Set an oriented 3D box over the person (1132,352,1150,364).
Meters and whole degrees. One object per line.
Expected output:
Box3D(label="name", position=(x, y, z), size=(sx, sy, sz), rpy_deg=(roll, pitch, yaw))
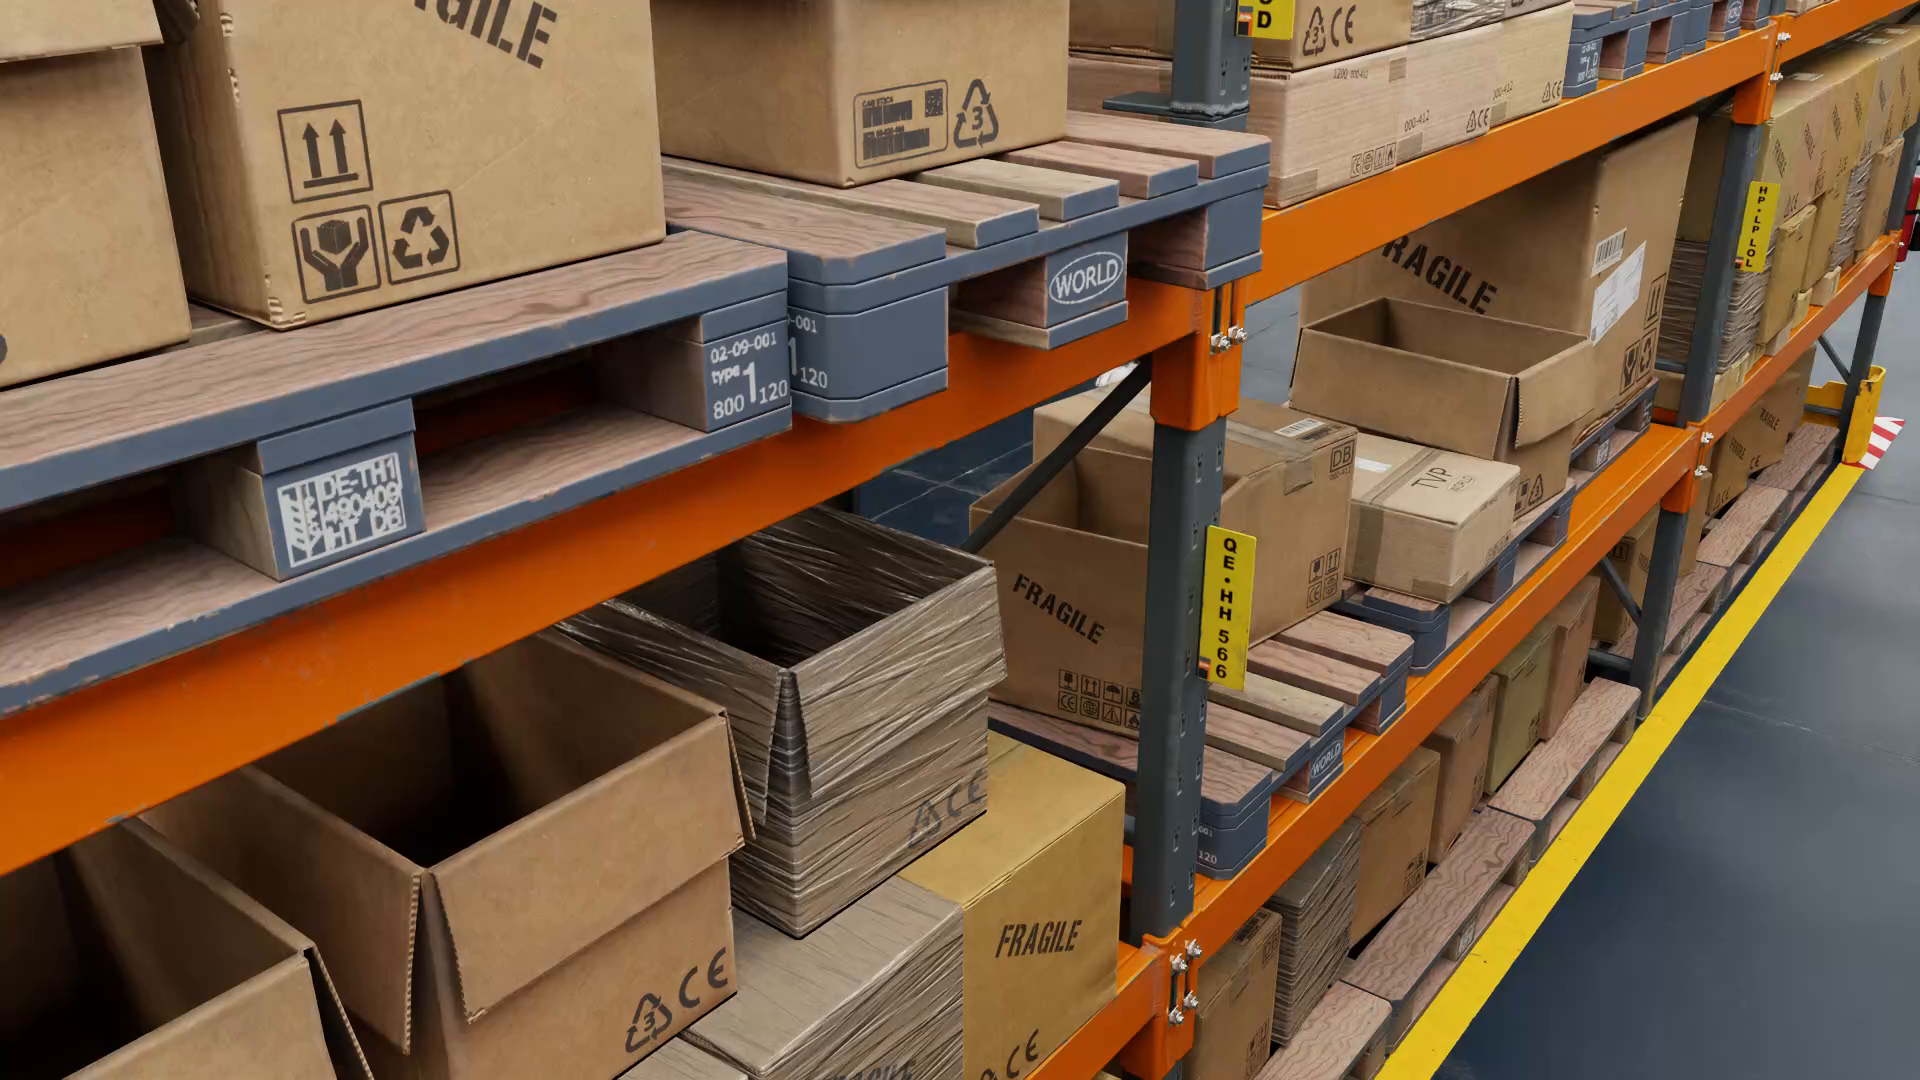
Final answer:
Box3D(label="person", position=(0.798, -0.184, 7.013), size=(0.399, 1.677, 0.471), rpy_deg=(16, 28, 32))
